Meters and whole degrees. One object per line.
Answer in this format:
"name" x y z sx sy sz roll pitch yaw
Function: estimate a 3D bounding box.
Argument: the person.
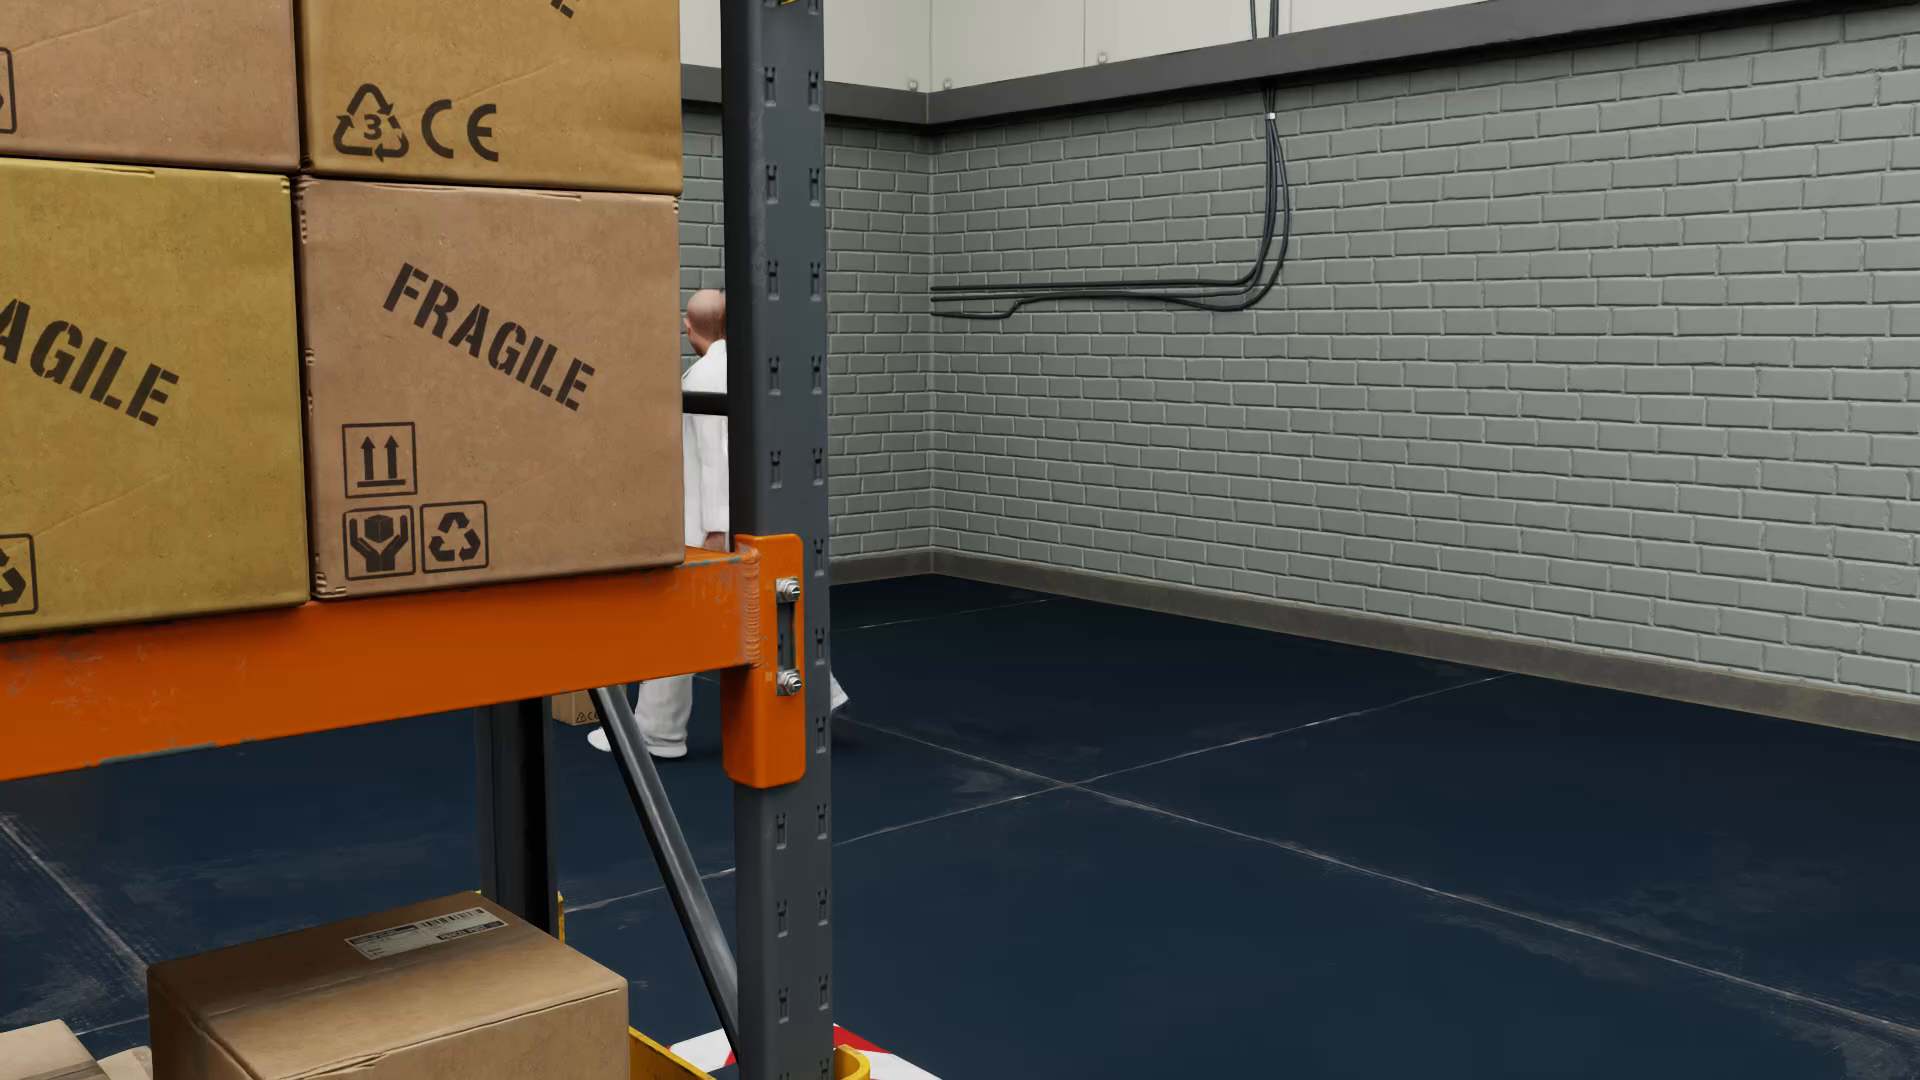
"person" -0.919 -0.067 6.311 0.923 1.753 0.628 1 7 9
